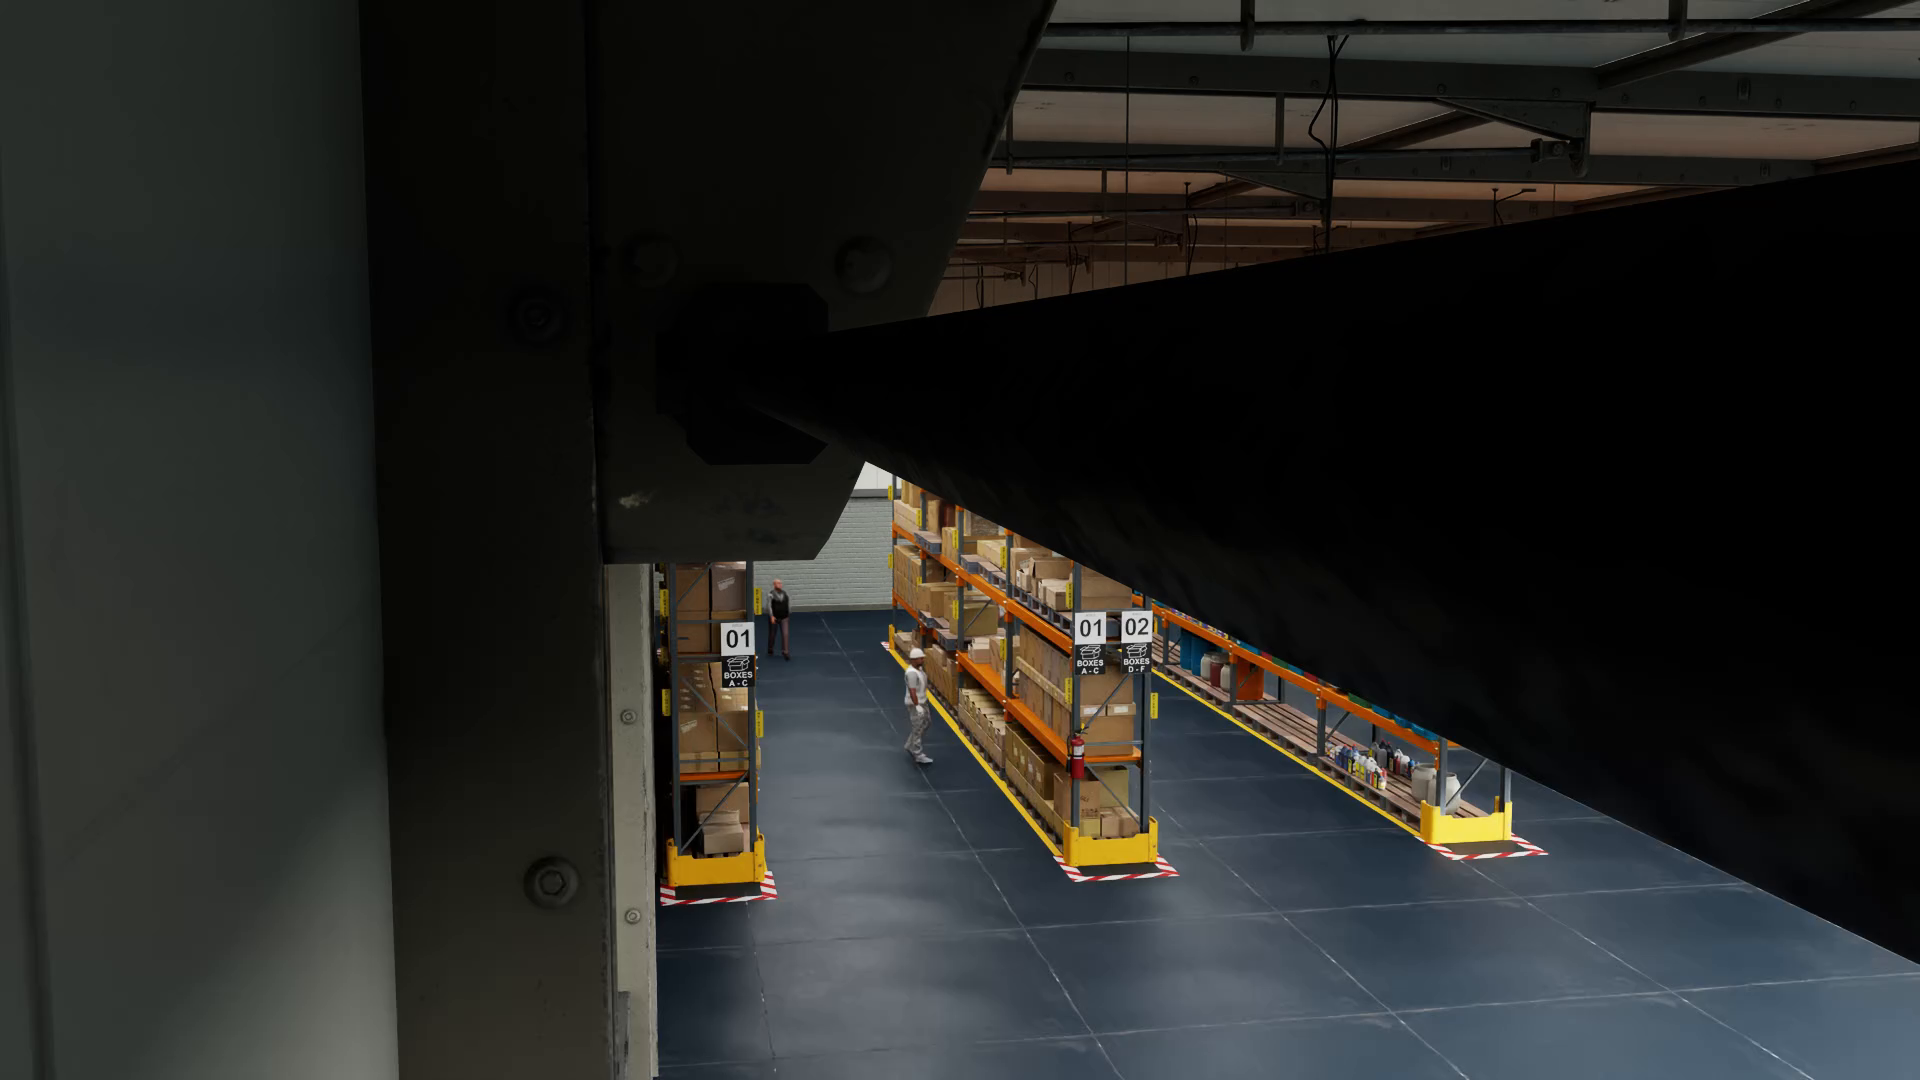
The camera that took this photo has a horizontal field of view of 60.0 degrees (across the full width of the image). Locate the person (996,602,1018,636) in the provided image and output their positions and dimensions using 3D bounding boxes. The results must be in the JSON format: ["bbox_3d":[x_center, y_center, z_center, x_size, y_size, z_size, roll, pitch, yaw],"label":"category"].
[{"bbox_3d":[1.034,1.616,35.944,0.522,1.611,1.039,-1,6,-12],"label":"person"}]

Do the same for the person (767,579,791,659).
[{"bbox_3d":[-3.855,1.673,35.398,0.549,1.675,1.018,-2,7,-19],"label":"person"}]

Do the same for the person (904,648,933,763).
[{"bbox_3d":[-0.645,2.596,26.310,0.548,1.782,0.707,1,6,12],"label":"person"}]
